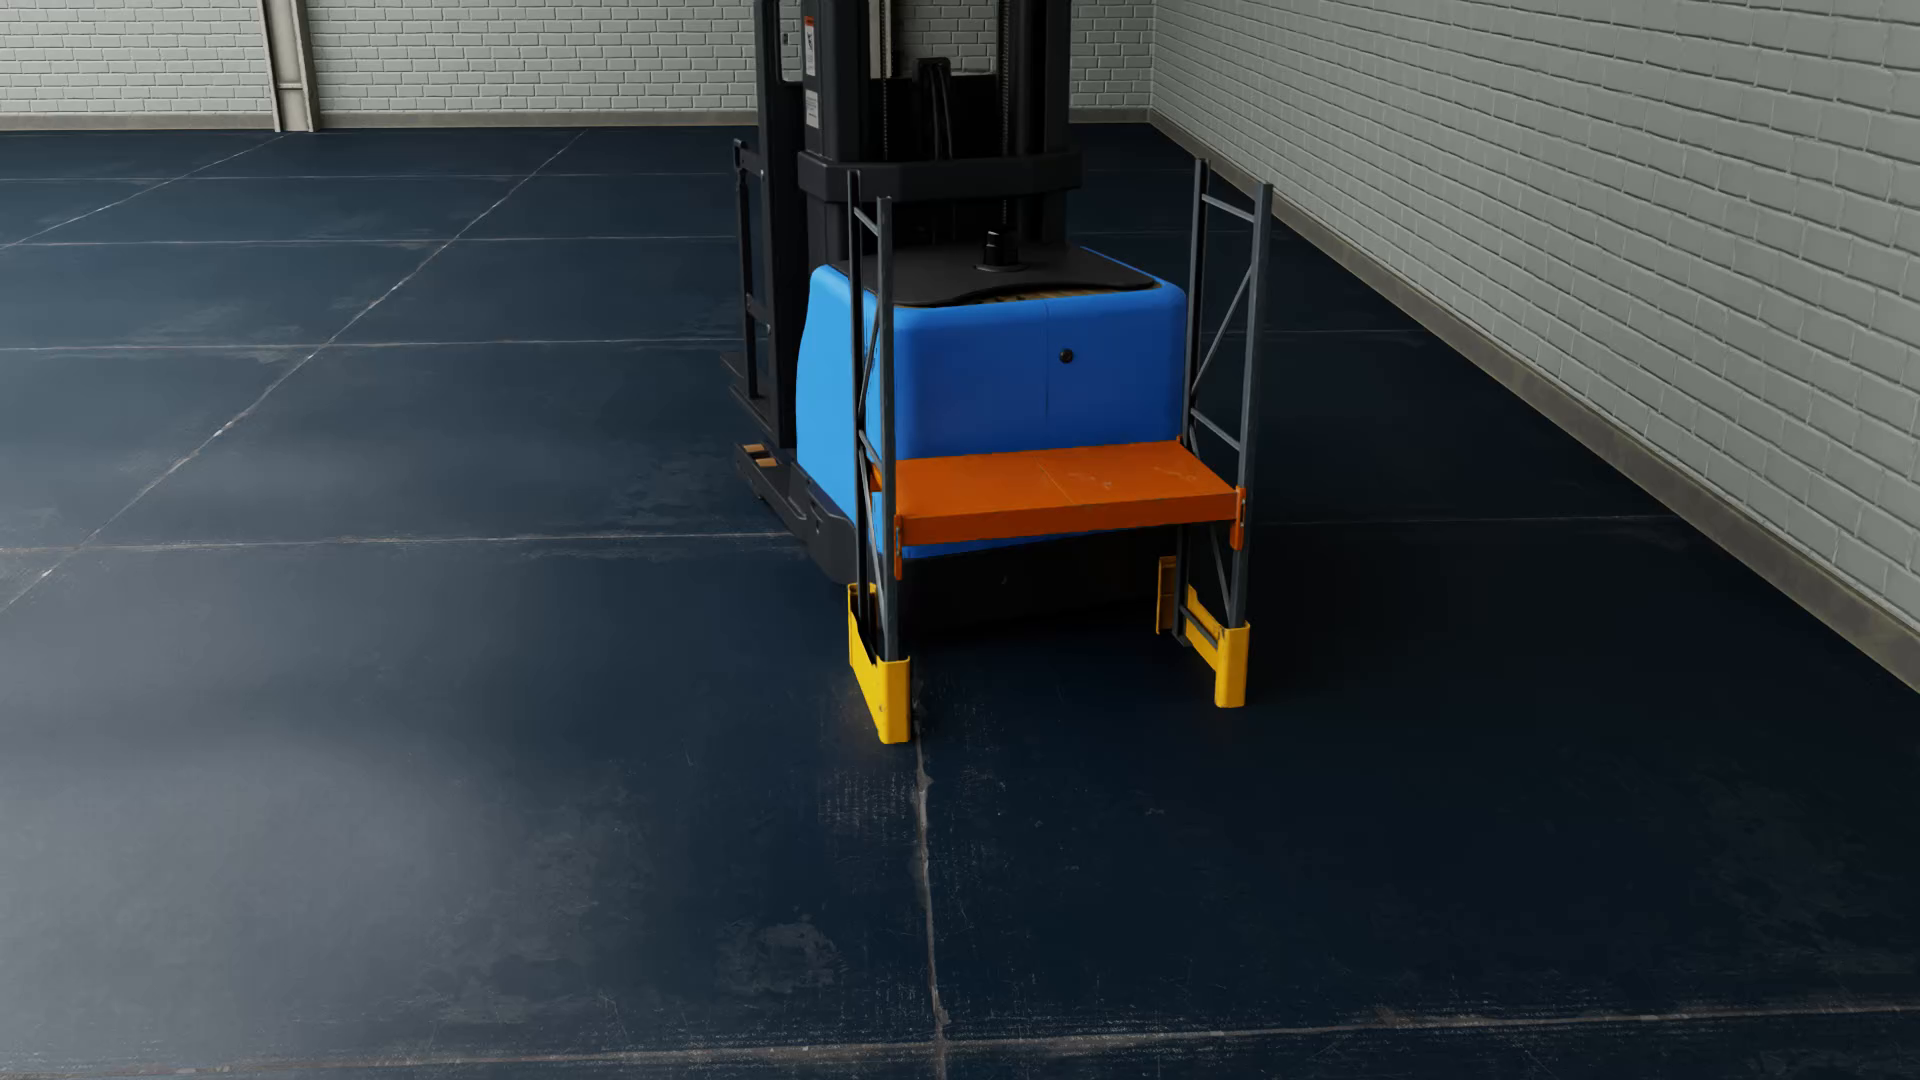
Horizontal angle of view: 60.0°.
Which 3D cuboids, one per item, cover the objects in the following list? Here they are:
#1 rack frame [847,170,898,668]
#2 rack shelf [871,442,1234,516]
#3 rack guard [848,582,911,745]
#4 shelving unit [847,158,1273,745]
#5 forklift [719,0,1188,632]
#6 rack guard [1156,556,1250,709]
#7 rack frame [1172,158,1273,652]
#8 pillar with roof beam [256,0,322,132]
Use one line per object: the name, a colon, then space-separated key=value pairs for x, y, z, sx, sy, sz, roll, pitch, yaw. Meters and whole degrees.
rack frame: x=-0.240 y=-0.235 z=4.629 sx=0.032 sy=1.500 sz=0.500 roll=-5 pitch=21 yaw=-12
rack shelf: x=0.255 y=-0.170 z=4.777 sx=0.952 sy=0.026 sz=0.459 roll=-5 pitch=21 yaw=-12
rack guard: x=-0.239 y=0.349 z=4.852 sx=0.087 sy=0.250 sz=0.587 roll=-5 pitch=21 yaw=-12
shelving unit: x=0.246 y=-0.275 z=4.734 sx=1.083 sy=1.500 sz=0.587 roll=-5 pitch=21 yaw=-12
forklift: x=-15.090 y=-2.973 z=9.812 sx=26.030 sy=2.935 sz=20.937 roll=-8 pitch=22 yaw=-19
rack guard: x=0.731 y=0.270 z=5.062 sx=0.087 sy=0.250 sz=0.587 roll=-5 pitch=21 yaw=-12
rack frame: x=0.750 y=-0.316 z=4.843 sx=0.032 sy=1.500 sz=0.500 roll=-5 pitch=21 yaw=-12
pillar with roof beam: x=-6.662 y=-6.963 z=11.761 sx=0.400 sy=9.000 sz=9.100 roll=-1 pitch=21 yaw=-3
